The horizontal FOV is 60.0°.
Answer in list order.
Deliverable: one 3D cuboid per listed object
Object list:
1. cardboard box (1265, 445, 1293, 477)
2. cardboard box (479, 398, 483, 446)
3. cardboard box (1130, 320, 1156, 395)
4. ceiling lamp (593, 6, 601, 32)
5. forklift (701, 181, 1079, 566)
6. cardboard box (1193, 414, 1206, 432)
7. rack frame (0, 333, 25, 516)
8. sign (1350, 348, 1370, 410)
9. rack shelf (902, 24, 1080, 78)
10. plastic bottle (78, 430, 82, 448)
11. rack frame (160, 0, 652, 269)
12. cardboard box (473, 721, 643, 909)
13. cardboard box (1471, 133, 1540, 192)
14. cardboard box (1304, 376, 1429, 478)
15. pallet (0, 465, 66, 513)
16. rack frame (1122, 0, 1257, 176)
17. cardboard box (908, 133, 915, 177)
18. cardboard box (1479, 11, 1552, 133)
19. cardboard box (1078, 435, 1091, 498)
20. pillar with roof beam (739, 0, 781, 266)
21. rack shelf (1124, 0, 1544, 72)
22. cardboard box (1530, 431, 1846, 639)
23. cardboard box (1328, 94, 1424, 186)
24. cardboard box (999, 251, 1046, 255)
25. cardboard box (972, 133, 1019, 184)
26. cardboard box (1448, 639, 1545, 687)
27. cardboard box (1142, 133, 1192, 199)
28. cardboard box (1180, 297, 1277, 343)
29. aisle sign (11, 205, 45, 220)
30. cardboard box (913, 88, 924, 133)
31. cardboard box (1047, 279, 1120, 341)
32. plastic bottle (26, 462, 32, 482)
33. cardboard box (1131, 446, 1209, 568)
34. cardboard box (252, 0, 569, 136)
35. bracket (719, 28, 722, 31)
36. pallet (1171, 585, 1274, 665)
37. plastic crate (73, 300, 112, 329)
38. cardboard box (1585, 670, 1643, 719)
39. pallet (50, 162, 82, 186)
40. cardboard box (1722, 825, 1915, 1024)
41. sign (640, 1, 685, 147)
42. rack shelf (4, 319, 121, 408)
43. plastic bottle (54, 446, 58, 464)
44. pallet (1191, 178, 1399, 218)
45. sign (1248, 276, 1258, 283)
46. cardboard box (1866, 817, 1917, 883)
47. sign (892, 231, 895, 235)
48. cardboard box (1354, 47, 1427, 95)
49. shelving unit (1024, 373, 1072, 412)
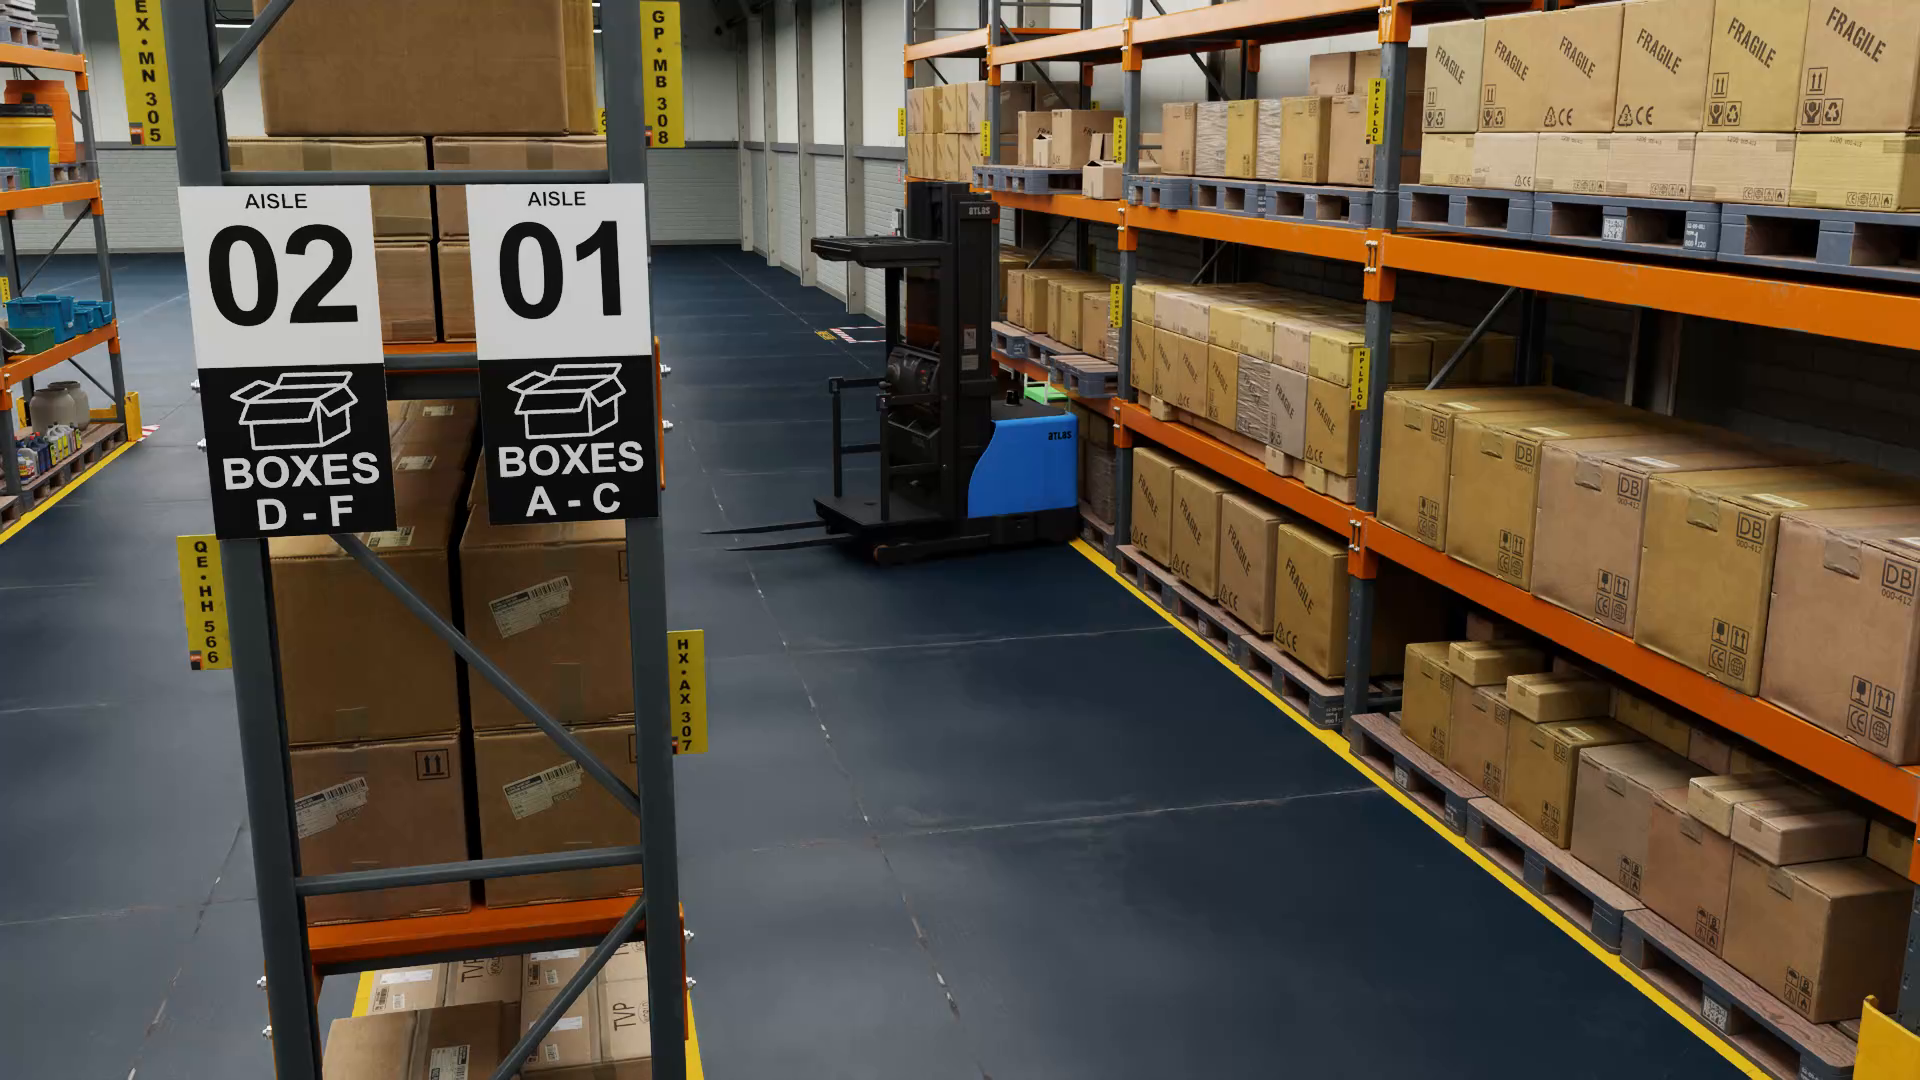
[{"bbox_3d":[2.081,-0.489,10.097,0.380,0.149,0.250,-3,14,-13],"label":"cardboard box"},{"bbox_3d":[-2.201,-0.377,6.831,0.500,0.500,0.500,-4,14,-15],"label":"cardboard box"},{"bbox_3d":[1.580,-1.362,12.302,0.500,0.500,0.500,-3,14,-12],"label":"cardboard box"},{"bbox_3d":[-10.119,-14.520,42.101,2.000,3.185,0.800,-3,14,-13],"label":"ceiling lamp"},{"bbox_3d":[-0.564,-1.359,13.314,3.031,2.935,1.130,-7,15,-25],"label":"forklift"},{"bbox_3d":[1.846,-0.849,11.569,0.380,0.149,0.250,-3,14,-12],"label":"cardboard box"},{"bbox_3d":[-8.854,-1.656,14.385,1.000,3.000,0.127,-3,14,-13],"label":"rack frame"},{"bbox_3d":[2.129,-0.854,8.830,0.100,0.325,0.005,-3,14,-13],"label":"sign"},{"bbox_3d":[0.306,-5.233,17.908,1.077,0.370,4.000,-3,14,-13],"label":"rack shelf"},{"bbox_3d":[-8.936,-1.034,16.808,0.097,0.201,0.097,0,14,0],"label":"plastic bottle"},{"bbox_3d":[-1.220,-2.077,3.469,1.000,3.000,0.127,-3,14,-13],"label":"rack frame"},{"bbox_3d":[-1.068,0.671,4.648,0.500,0.500,0.500,-3,14,-12],"label":"cardboard box"},{"bbox_3d":[2.666,-1.707,7.494,0.500,0.250,0.500,-4,14,-14],"label":"cardboard box"},{"bbox_3d":[2.301,-0.658,9.420,0.500,0.500,0.500,-4,14,-14],"label":"cardboard box"},{"bbox_3d":[-8.972,-0.459,15.360,1.003,0.211,1.213,-3,14,-13],"label":"pallet"},{"bbox_3d":[1.715,-4.200,12.156,1.000,3.000,0.127,-3,14,-13],"label":"rack frame"},{"bbox_3d":[-0.328,-4.555,19.679,0.500,0.500,0.500,-3,14,-12],"label":"cardboard box"},{"bbox_3d":[2.676,-2.066,7.381,0.500,0.500,0.500,-4,14,-14],"label":"cardboard box"},{"bbox_3d":[1.343,-0.686,14.756,0.700,0.500,0.500,-3,14,-13],"label":"cardboard box"},{"bbox_3d":[-8.980,-11.229,40.927,9.100,9.000,0.548,-3,14,-13],"label":"pillar with roof beam"},{"bbox_3d":[2.185,-3.195,10.401,1.077,0.370,4.000,-3,14,-13],"label":"rack shelf"},{"bbox_3d":[3.112,-0.046,7.164,0.980,0.700,0.700,-4,14,-16],"label":"cardboard box"},{"bbox_3d":[2.554,-2.291,9.527,0.700,0.500,0.500,-4,14,-16],"label":"cardboard box"},{"bbox_3d":[0.639,-2.864,18.024,0.500,0.500,0.500,-3,14,-12],"label":"cardboard box"},{"bbox_3d":[0.416,-3.827,16.698,0.500,0.500,0.500,-3,14,-12],"label":"cardboard box"},{"bbox_3d":[2.633,0.600,8.167,0.380,0.149,0.250,-3,14,-11],"label":"cardboard box"},{"bbox_3d":[1.769,-2.980,13.230,0.500,0.500,0.500,-3,14,-13],"label":"cardboard box"},{"bbox_3d":[1.819,-1.494,11.264,0.500,0.250,0.500,-3,14,-13],"label":"cardboard box"},{"bbox_3d":[-10.096,-3.842,17.855,0.394,0.787,0.004,-3,14,-13],"label":"aisle sign"},{"bbox_3d":[-0.241,-4.911,19.029,0.500,0.500,0.500,-3,14,-14],"label":"cardboard box"},{"bbox_3d":[1.171,-2.072,14.949,0.700,0.500,0.500,-1,14,-5],"label":"cardboard box"},{"bbox_3d":[-8.527,-0.632,15.162,0.097,0.201,0.097,0,14,0],"label":"plastic bottle"},{"bbox_3d":[1.760,-0.268,12.349,0.750,0.750,0.750,-3,14,-14],"label":"cardboard box"},{"bbox_3d":[-1.357,-1.272,4.175,0.700,0.500,0.500,-3,14,-13],"label":"cardboard box"},{"bbox_3d":[-7.065,-15.088,49.138,0.076,0.066,3.189,-3,14,-13],"label":"bracket"},{"bbox_3d":[2.110,0.536,11.288,1.003,0.211,1.213,-3,14,-13],"label":"pallet"},{"bbox_3d":[-9.385,-2.408,17.776,0.499,0.251,0.616,-3,14,-13],"label":"plastic crate"},{"bbox_3d":[3.136,0.707,7.729,0.380,0.149,0.250,-3,14,-13],"label":"cardboard box"},{"bbox_3d":[-9.695,-3.748,17.025,1.003,0.211,1.213,-3,14,-13],"label":"pallet"},{"bbox_3d":[3.332,1.414,6.199,0.700,0.500,0.500,-3,14,-13],"label":"cardboard box"},{"bbox_3d":[-0.693,-1.075,3.845,0.100,0.325,0.005,-3,14,-13],"label":"sign"},{"bbox_3d":[-9.324,-1.768,16.359,1.077,0.370,4.000,-3,14,-13],"label":"rack shelf"},{"bbox_3d":[-8.729,-0.830,15.973,0.097,0.201,0.097,0,14,0],"label":"plastic bottle"},{"bbox_3d":[2.183,-2.247,10.884,1.003,0.211,1.213,-3,14,-11],"label":"pallet"},{"bbox_3d":[2.254,-1.880,12.861,0.100,0.325,0.005,-3,14,-13],"label":"sign"},{"bbox_3d":[3.556,1.117,6.050,0.380,0.149,0.250,-3,14,-13],"label":"cardboard box"},{"bbox_3d":[-1.141,-5.125,28.508,0.001,0.329,0.234,-3,14,-13],"label":"sign"},{"bbox_3d":[2.575,-2.657,9.443,0.500,0.250,0.500,-2,14,-9],"label":"cardboard box"},{"bbox_3d":[0.742,-0.814,14.456,0.258,1.200,0.503,-4,17,-18],"label":"shelving unit"}]
